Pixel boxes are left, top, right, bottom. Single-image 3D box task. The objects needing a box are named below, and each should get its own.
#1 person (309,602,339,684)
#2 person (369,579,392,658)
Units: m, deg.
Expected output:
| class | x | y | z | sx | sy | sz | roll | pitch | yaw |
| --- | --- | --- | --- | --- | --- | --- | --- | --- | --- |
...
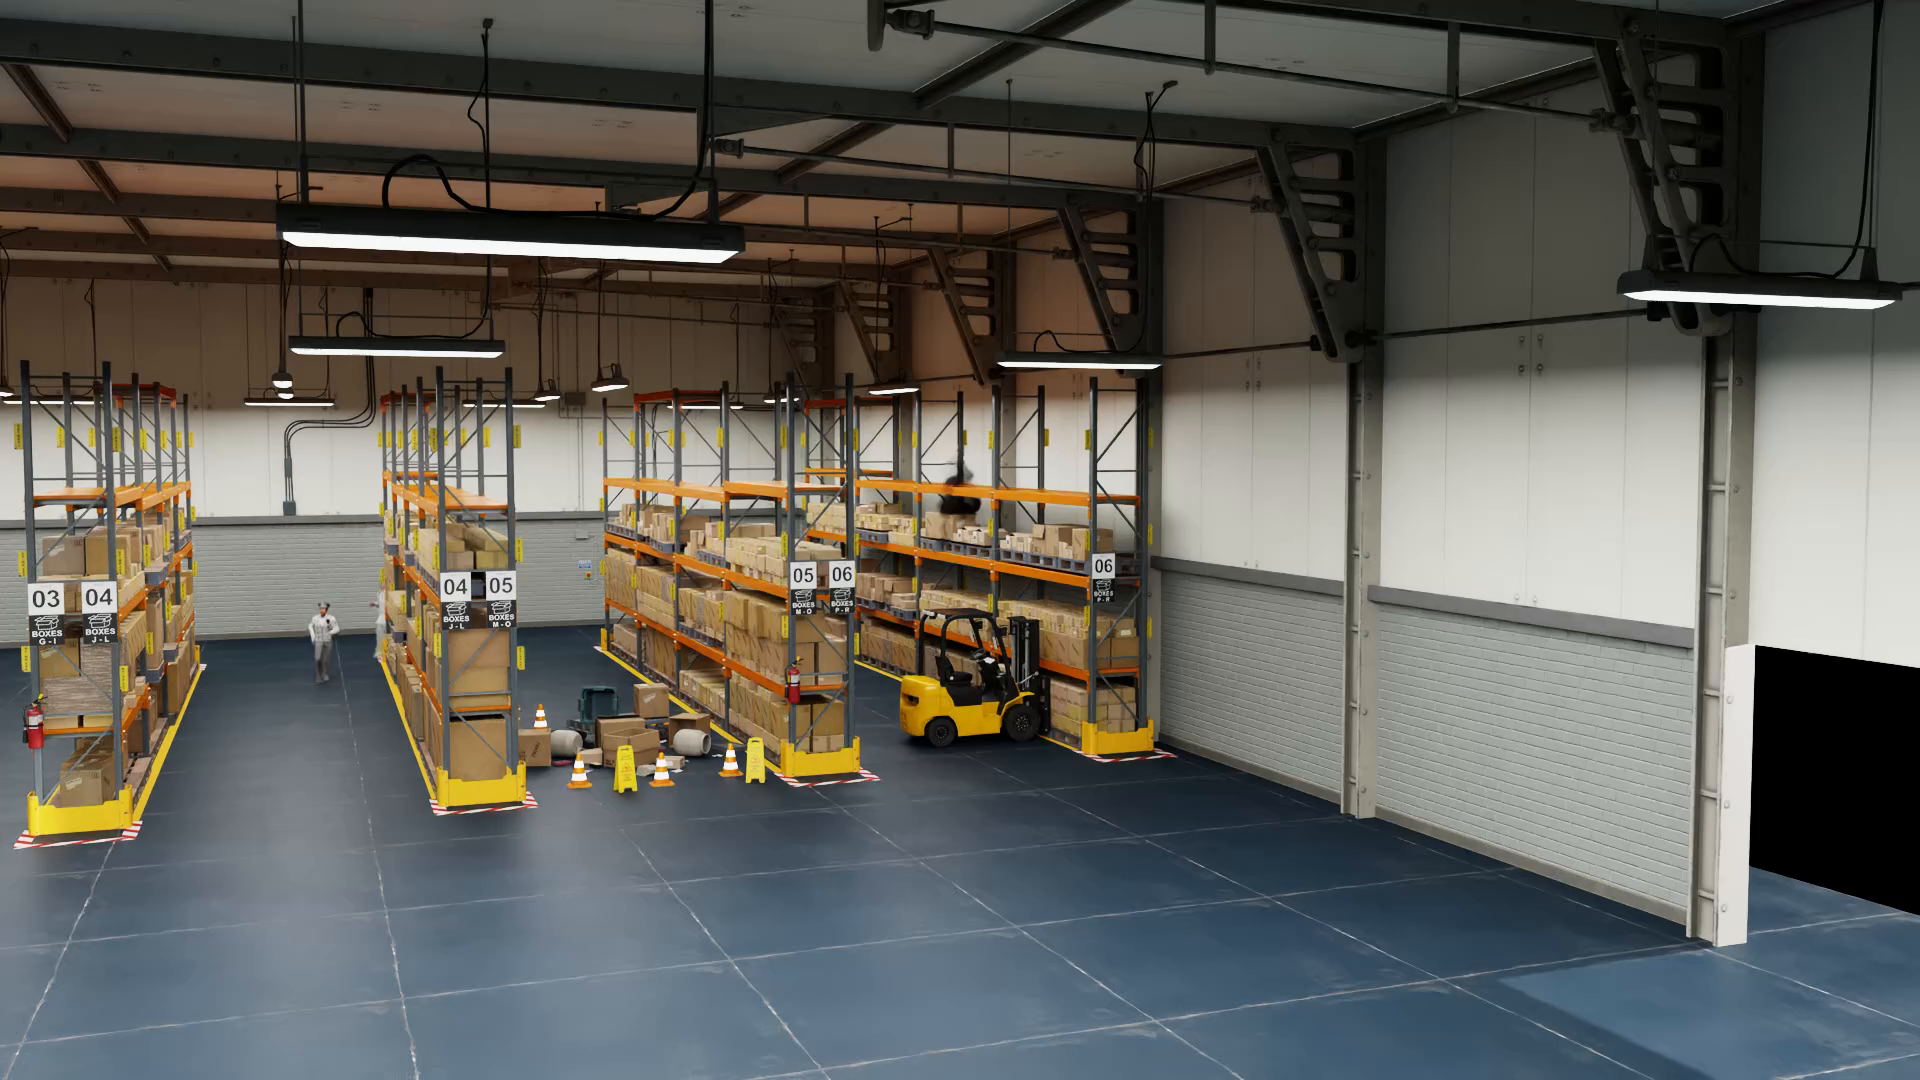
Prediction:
| class | x | y | z | sx | sy | sz | roll | pitch | yaw |
| --- | --- | --- | --- | --- | --- | --- | --- | --- | --- |
| person | -13.060 | 2.120 | 34.148 | 0.608 | 1.706 | 0.672 | -1 | 4 | -16 |
| person | -13.259 | 1.802 | 38.533 | 0.864 | 1.856 | 0.752 | -3 | 4 | -38 |
